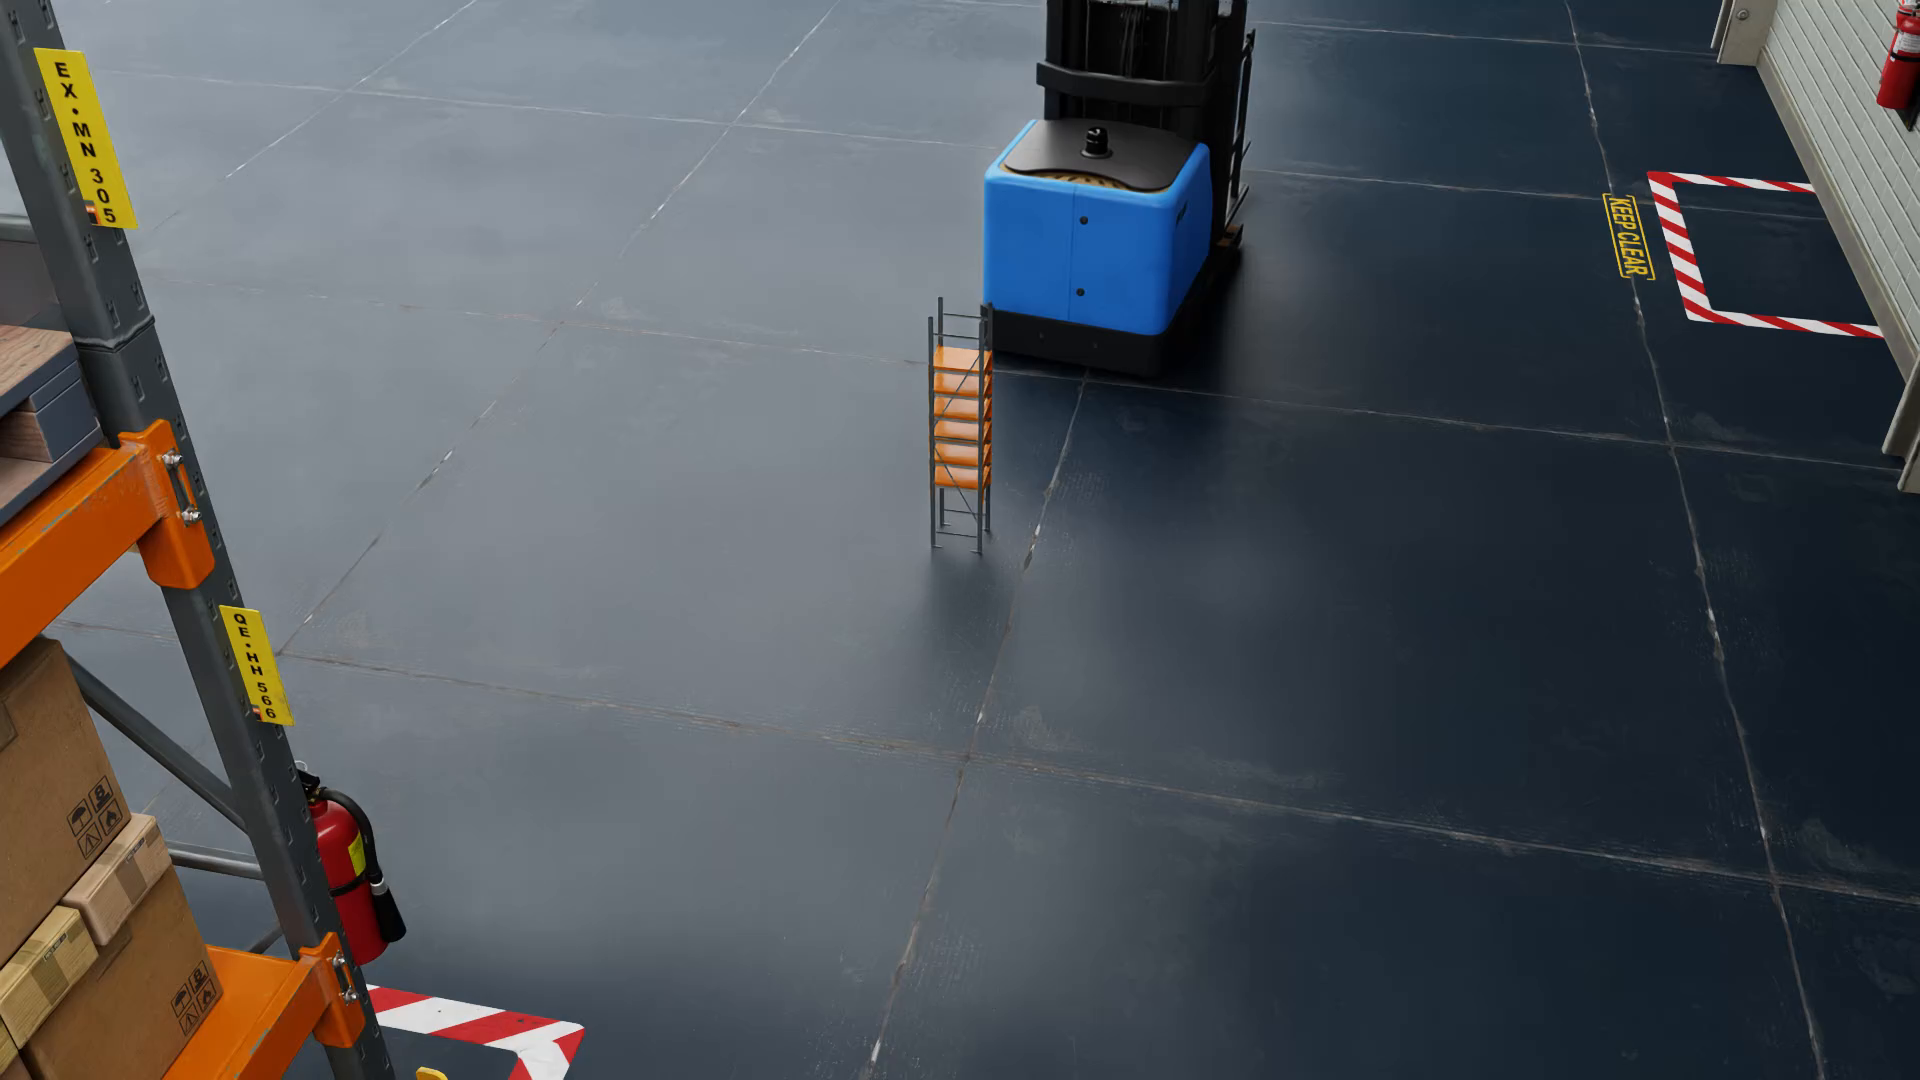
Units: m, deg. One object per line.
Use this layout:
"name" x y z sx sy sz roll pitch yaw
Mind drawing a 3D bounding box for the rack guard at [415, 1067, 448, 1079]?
"rack guard" -2.055 1.764 4.890 1.175 0.500 0.348 7 37 10

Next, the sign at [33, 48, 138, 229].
"sign" -1.533 -0.700 2.916 0.100 0.325 0.005 7 37 10

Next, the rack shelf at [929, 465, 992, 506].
"rack shelf" 0.003 -0.264 7.576 0.258 0.103 0.180 7 37 10

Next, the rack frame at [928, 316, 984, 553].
"rack frame" -0.016 -0.442 7.337 0.240 1.200 0.006 7 37 10

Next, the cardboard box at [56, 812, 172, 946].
"cardboard box" -1.956 0.705 3.583 0.380 0.149 0.250 7 36 9

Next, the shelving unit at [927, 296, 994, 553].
"shelving unit" 0.003 -0.494 7.409 0.258 1.200 0.189 7 37 10

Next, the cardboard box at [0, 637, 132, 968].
"cardboard box" -2.184 0.496 3.319 0.700 0.500 0.500 7 37 10

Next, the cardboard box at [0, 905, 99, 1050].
"cardboard box" -2.010 0.855 3.376 0.380 0.149 0.250 8 37 11

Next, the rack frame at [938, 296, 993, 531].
"rack frame" 0.023 -0.547 7.482 0.240 1.200 0.006 7 37 10

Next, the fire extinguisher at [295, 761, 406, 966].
"fire extinguisher" -1.581 0.787 4.174 0.296 0.674 0.183 7 37 10

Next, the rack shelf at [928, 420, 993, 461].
"rack shelf" 0.003 -0.458 7.435 0.258 0.103 0.180 7 37 10

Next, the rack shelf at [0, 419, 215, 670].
"rack shelf" -2.487 0.989 1.887 1.077 0.370 4.000 7 37 10

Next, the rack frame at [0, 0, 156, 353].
"rack frame" -2.060 -1.664 2.377 1.000 3.000 0.127 7 37 10

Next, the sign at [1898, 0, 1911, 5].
"sign" 5.541 -3.276 9.684 0.001 0.329 0.234 7 37 10

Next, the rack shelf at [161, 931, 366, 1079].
"rack shelf" -2.487 2.203 2.767 1.077 0.370 4.000 7 37 10

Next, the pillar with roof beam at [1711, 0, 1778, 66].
"pillar with roof beam" 1.833 -7.954 11.057 9.100 9.000 0.400 7 37 10

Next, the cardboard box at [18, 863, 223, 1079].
"cardboard box" -2.172 0.991 3.741 0.700 0.500 0.500 7 37 10

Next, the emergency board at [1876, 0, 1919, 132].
"emergency board" 5.322 -2.958 9.275 0.194 1.169 0.643 7 37 10

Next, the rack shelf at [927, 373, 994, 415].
"rack shelf" 0.003 -0.652 7.295 0.258 0.103 0.180 7 37 10

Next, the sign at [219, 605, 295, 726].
"sign" -1.533 0.277 3.624 0.100 0.325 0.005 7 37 10

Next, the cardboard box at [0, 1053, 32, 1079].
"cardboard box" -2.280 1.293 3.325 0.700 0.500 0.500 8 37 11

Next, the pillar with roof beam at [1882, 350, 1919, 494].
"pillar with roof beam" 0.552 -4.515 6.311 9.100 9.000 0.400 7 37 10

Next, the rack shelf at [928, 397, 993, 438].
"rack shelf" 0.003 -0.555 7.365 0.258 0.103 0.180 7 37 10

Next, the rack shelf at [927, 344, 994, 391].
"rack shelf" 0.003 -0.750 7.224 0.258 0.103 0.180 7 37 10

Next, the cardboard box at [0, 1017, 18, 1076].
"cardboard box" -2.065 1.002 3.173 0.380 0.149 0.250 7 36 9

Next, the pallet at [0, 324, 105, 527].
"pallet" -2.236 -0.011 2.729 1.003 0.211 1.213 7 37 10

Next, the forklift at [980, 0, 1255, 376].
"forklift" 1.093 -2.919 9.280 1.130 2.935 3.031 12 38 16

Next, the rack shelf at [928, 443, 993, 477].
"rack shelf" 0.003 -0.361 7.506 0.258 0.103 0.180 7 37 10

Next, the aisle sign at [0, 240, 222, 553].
"aisle sign" -1.759 -0.288 3.376 0.394 0.787 0.004 7 37 10

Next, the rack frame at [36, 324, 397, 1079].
"rack frame" -2.060 0.765 4.138 1.000 3.000 0.127 7 37 10
